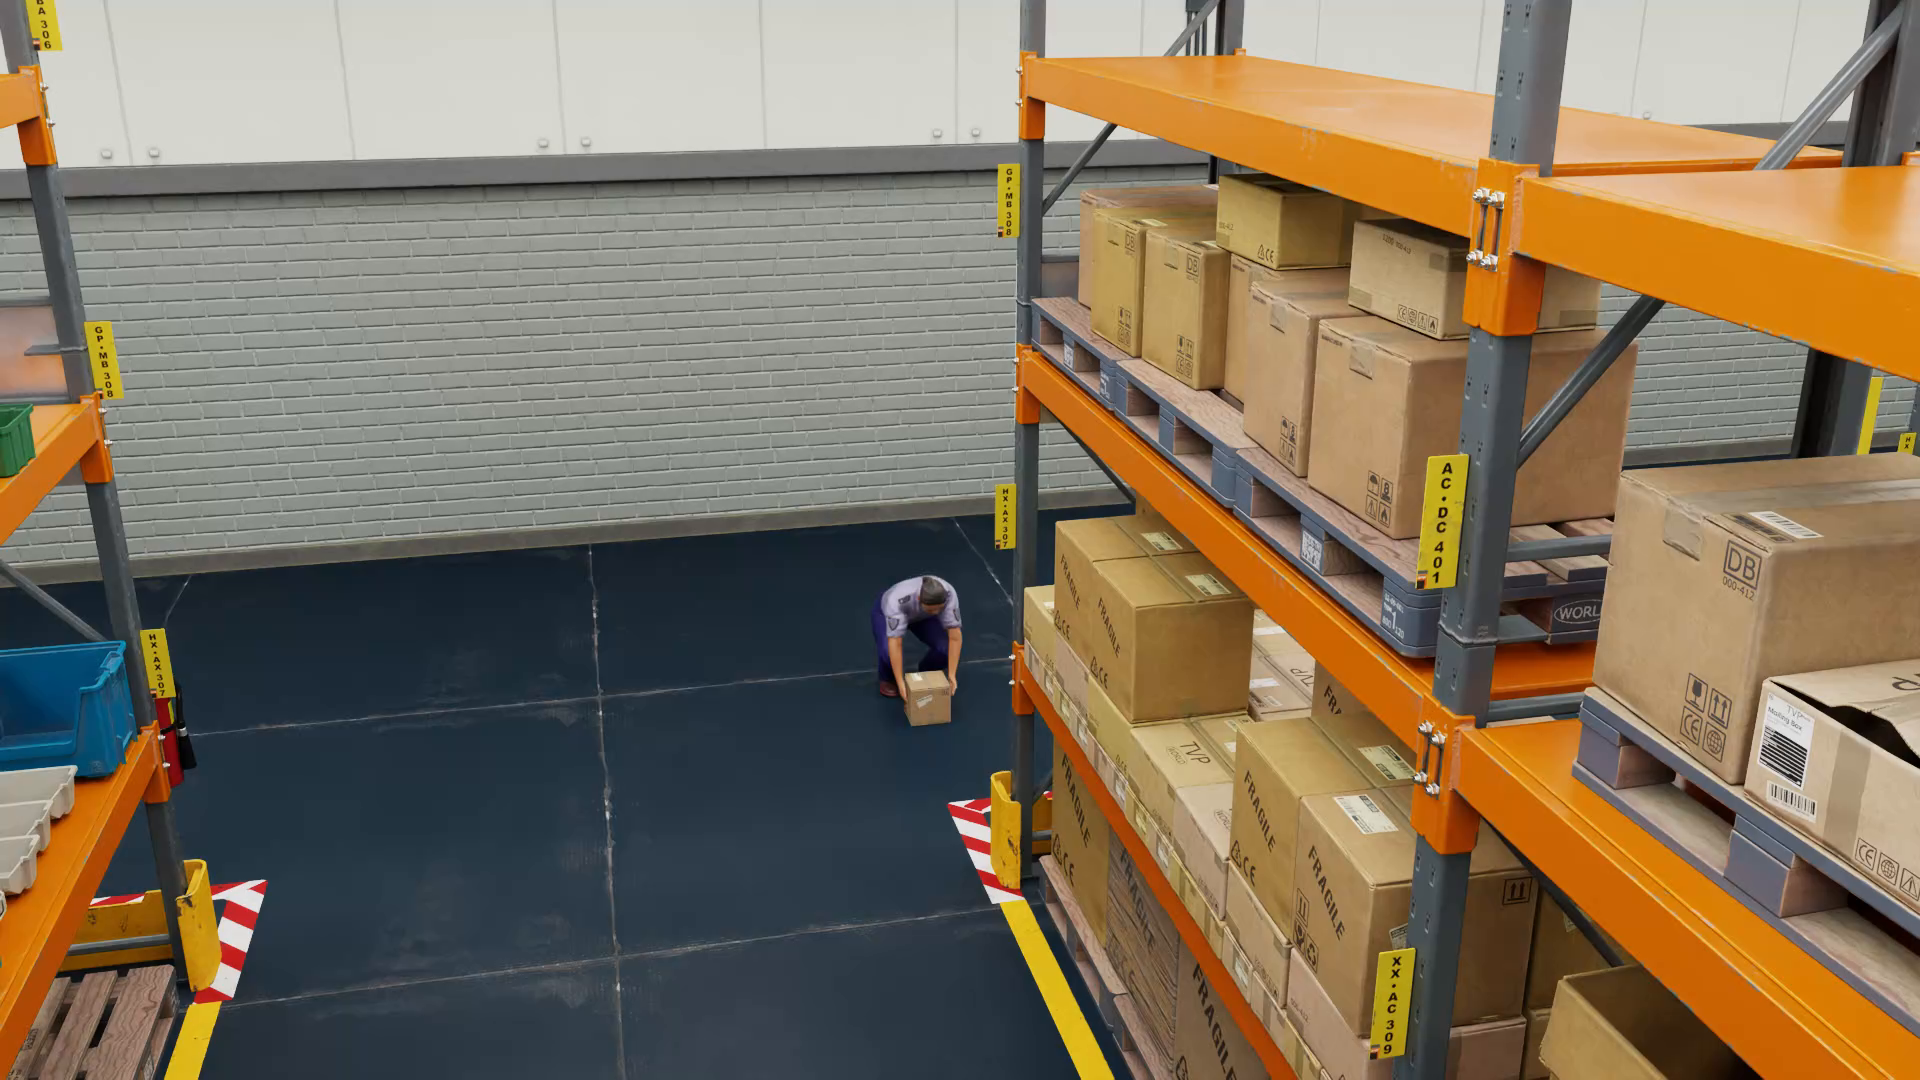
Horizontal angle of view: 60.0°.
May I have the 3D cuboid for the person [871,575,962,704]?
[{"bbox_3d":[-0.284,0.573,10.612,0.526,0.902,0.822,-5,20,-13],"label":"person"}]
